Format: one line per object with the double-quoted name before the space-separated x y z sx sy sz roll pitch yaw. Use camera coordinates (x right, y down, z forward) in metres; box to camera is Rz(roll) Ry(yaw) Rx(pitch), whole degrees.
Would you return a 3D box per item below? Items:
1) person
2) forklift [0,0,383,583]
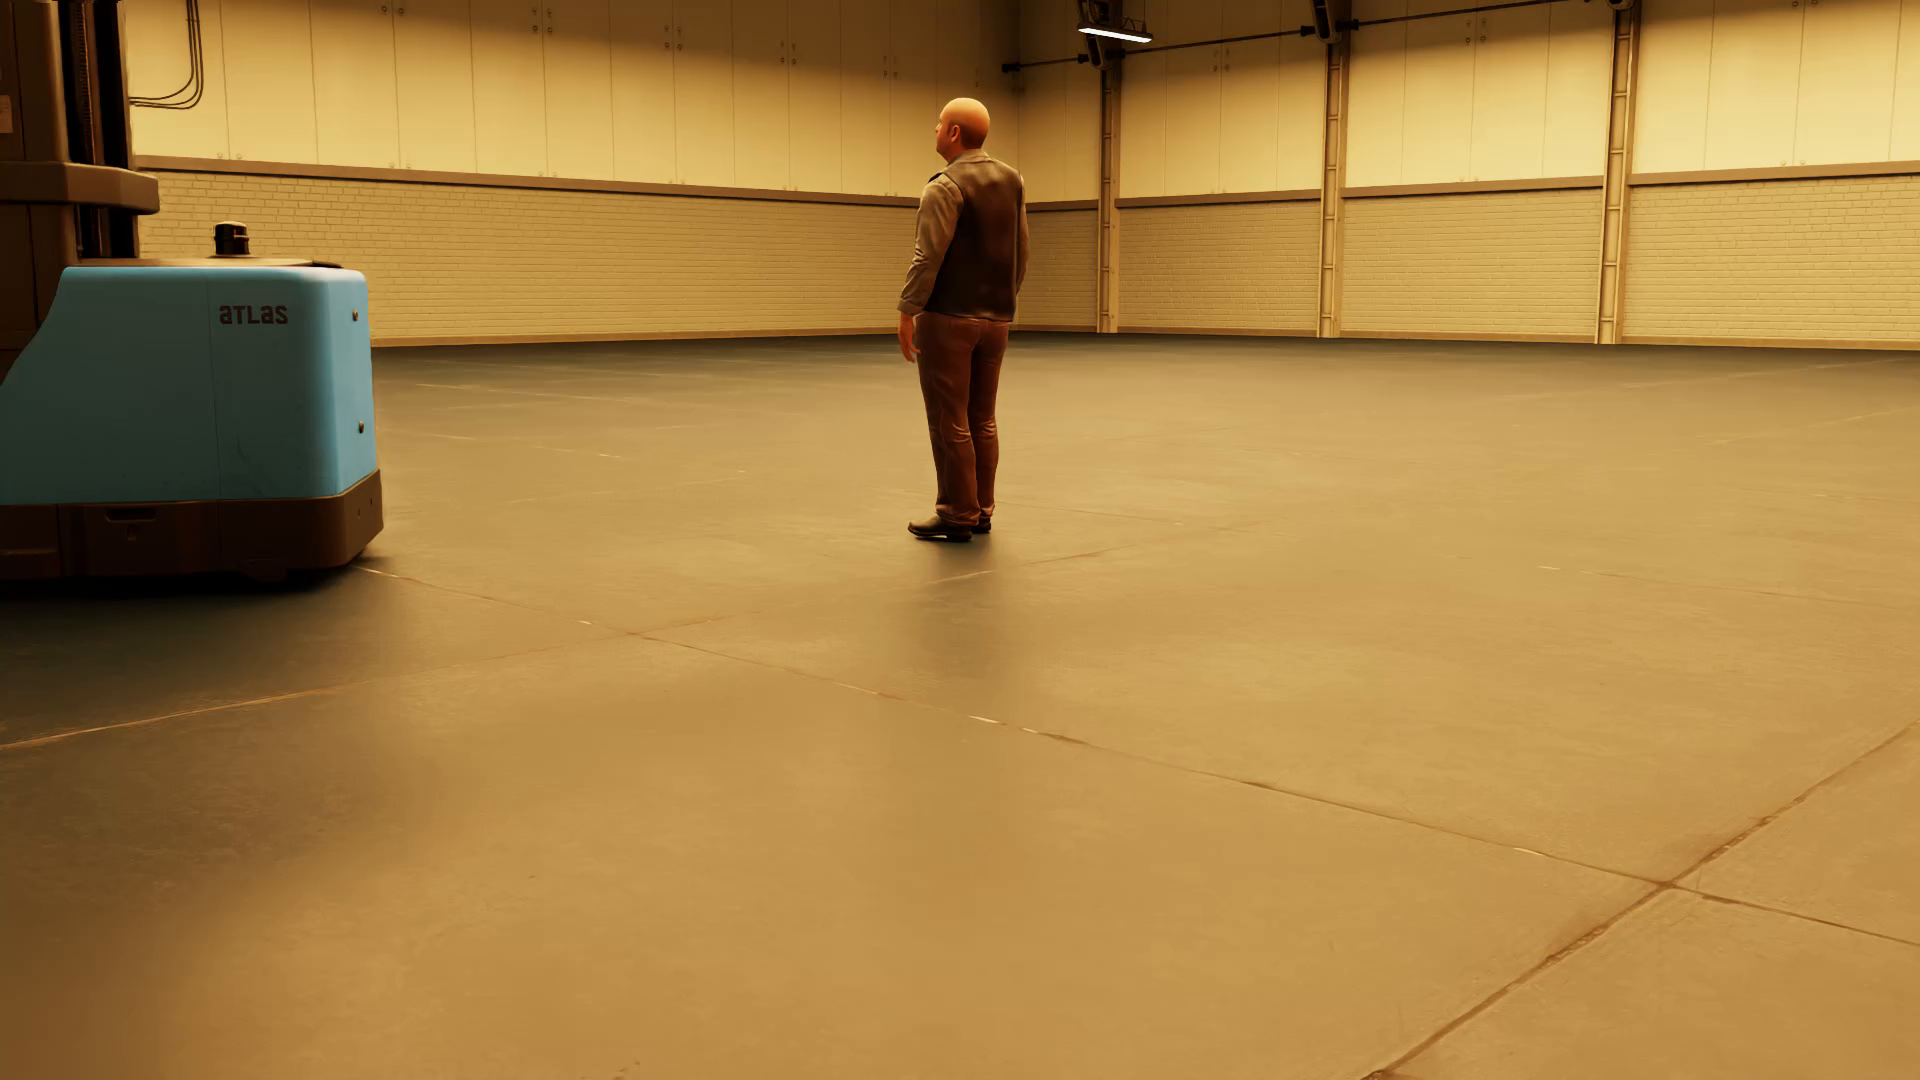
"person" -0.039 -0.866 6.636 0.568 1.720 0.632 8 12 43
"forklift" -3.668 -1.316 5.613 3.031 2.935 1.130 -2 9 -11
